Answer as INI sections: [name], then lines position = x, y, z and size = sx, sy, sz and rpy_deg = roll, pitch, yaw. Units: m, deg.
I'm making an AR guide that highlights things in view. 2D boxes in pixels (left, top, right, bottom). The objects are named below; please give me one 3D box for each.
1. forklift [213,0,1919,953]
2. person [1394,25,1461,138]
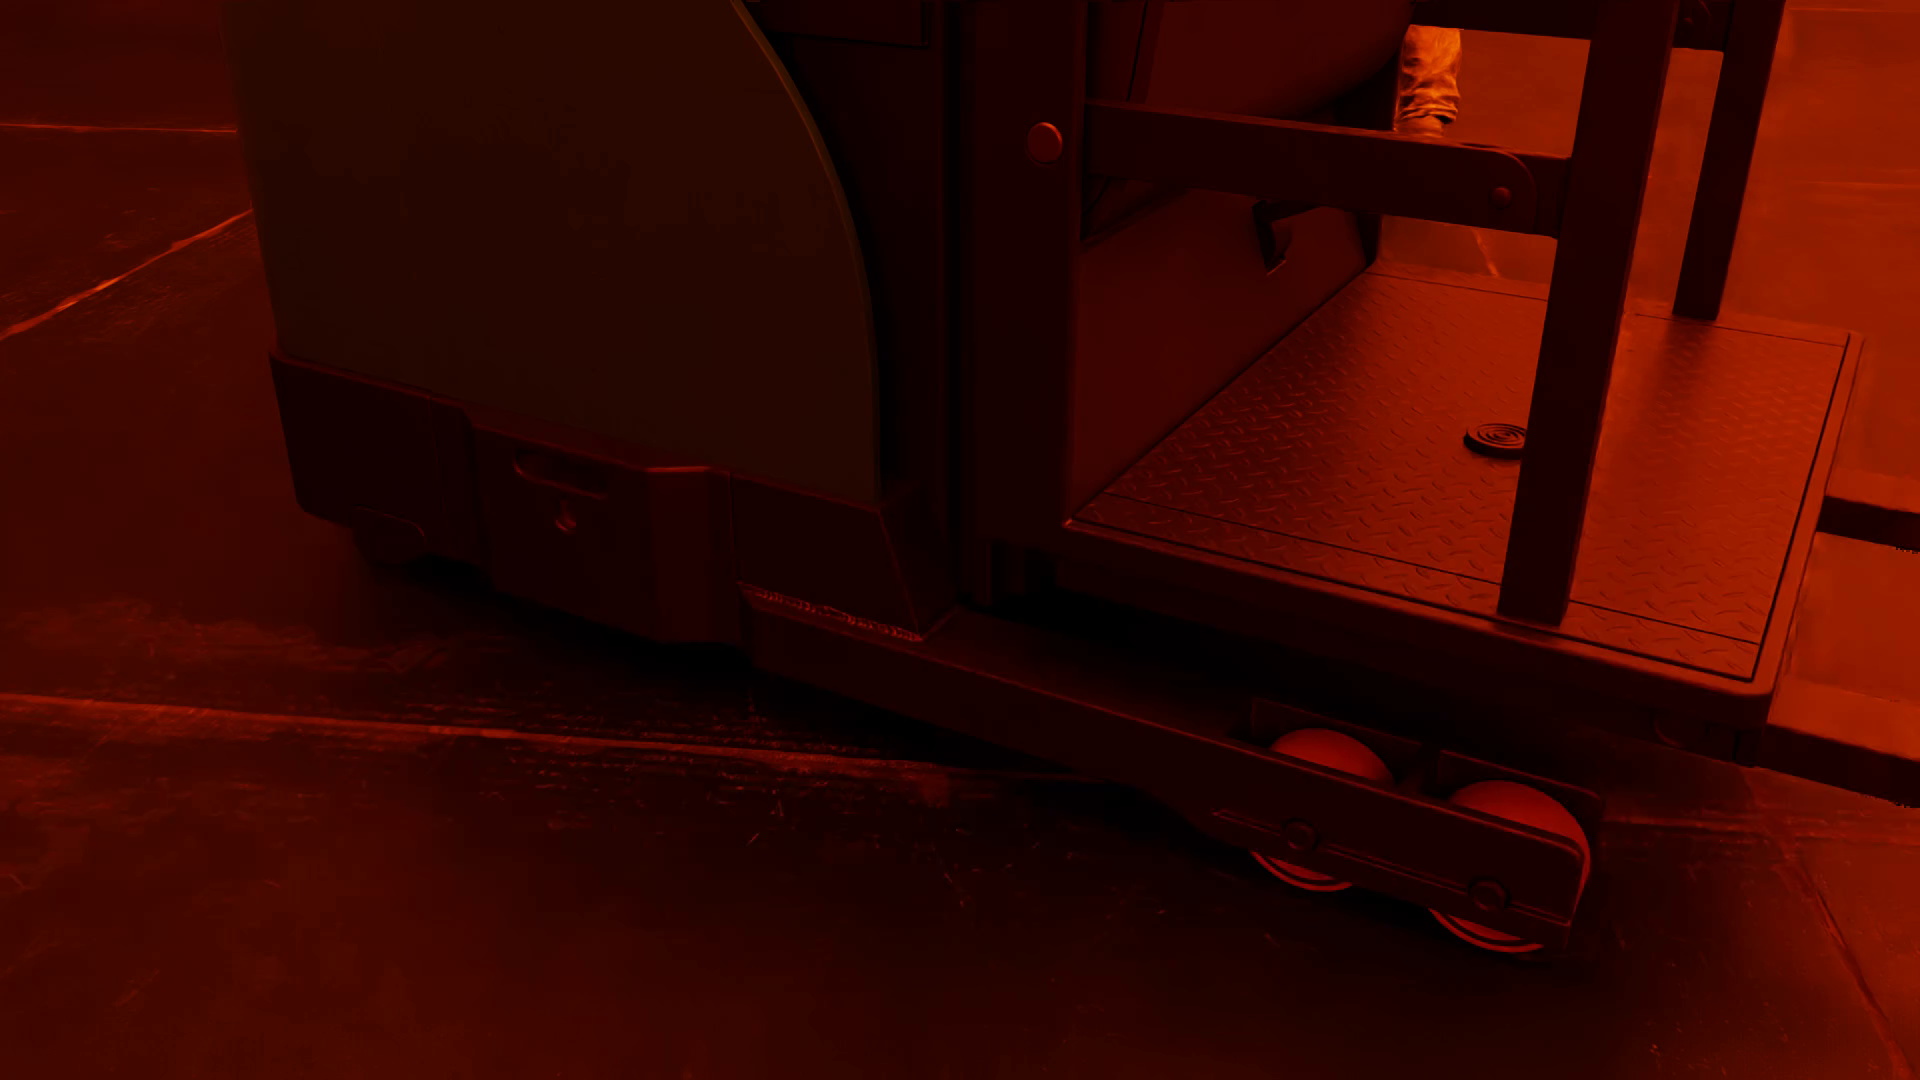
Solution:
[forklift]
position = 0.551, -1.170, 1.563
size = 3.031, 2.935, 1.130
rpy_deg = 14, 30, 26
[person]
position = 1.175, -1.876, 4.401
size = 0.583, 1.695, 0.939
rpy_deg = -1, 27, -2
